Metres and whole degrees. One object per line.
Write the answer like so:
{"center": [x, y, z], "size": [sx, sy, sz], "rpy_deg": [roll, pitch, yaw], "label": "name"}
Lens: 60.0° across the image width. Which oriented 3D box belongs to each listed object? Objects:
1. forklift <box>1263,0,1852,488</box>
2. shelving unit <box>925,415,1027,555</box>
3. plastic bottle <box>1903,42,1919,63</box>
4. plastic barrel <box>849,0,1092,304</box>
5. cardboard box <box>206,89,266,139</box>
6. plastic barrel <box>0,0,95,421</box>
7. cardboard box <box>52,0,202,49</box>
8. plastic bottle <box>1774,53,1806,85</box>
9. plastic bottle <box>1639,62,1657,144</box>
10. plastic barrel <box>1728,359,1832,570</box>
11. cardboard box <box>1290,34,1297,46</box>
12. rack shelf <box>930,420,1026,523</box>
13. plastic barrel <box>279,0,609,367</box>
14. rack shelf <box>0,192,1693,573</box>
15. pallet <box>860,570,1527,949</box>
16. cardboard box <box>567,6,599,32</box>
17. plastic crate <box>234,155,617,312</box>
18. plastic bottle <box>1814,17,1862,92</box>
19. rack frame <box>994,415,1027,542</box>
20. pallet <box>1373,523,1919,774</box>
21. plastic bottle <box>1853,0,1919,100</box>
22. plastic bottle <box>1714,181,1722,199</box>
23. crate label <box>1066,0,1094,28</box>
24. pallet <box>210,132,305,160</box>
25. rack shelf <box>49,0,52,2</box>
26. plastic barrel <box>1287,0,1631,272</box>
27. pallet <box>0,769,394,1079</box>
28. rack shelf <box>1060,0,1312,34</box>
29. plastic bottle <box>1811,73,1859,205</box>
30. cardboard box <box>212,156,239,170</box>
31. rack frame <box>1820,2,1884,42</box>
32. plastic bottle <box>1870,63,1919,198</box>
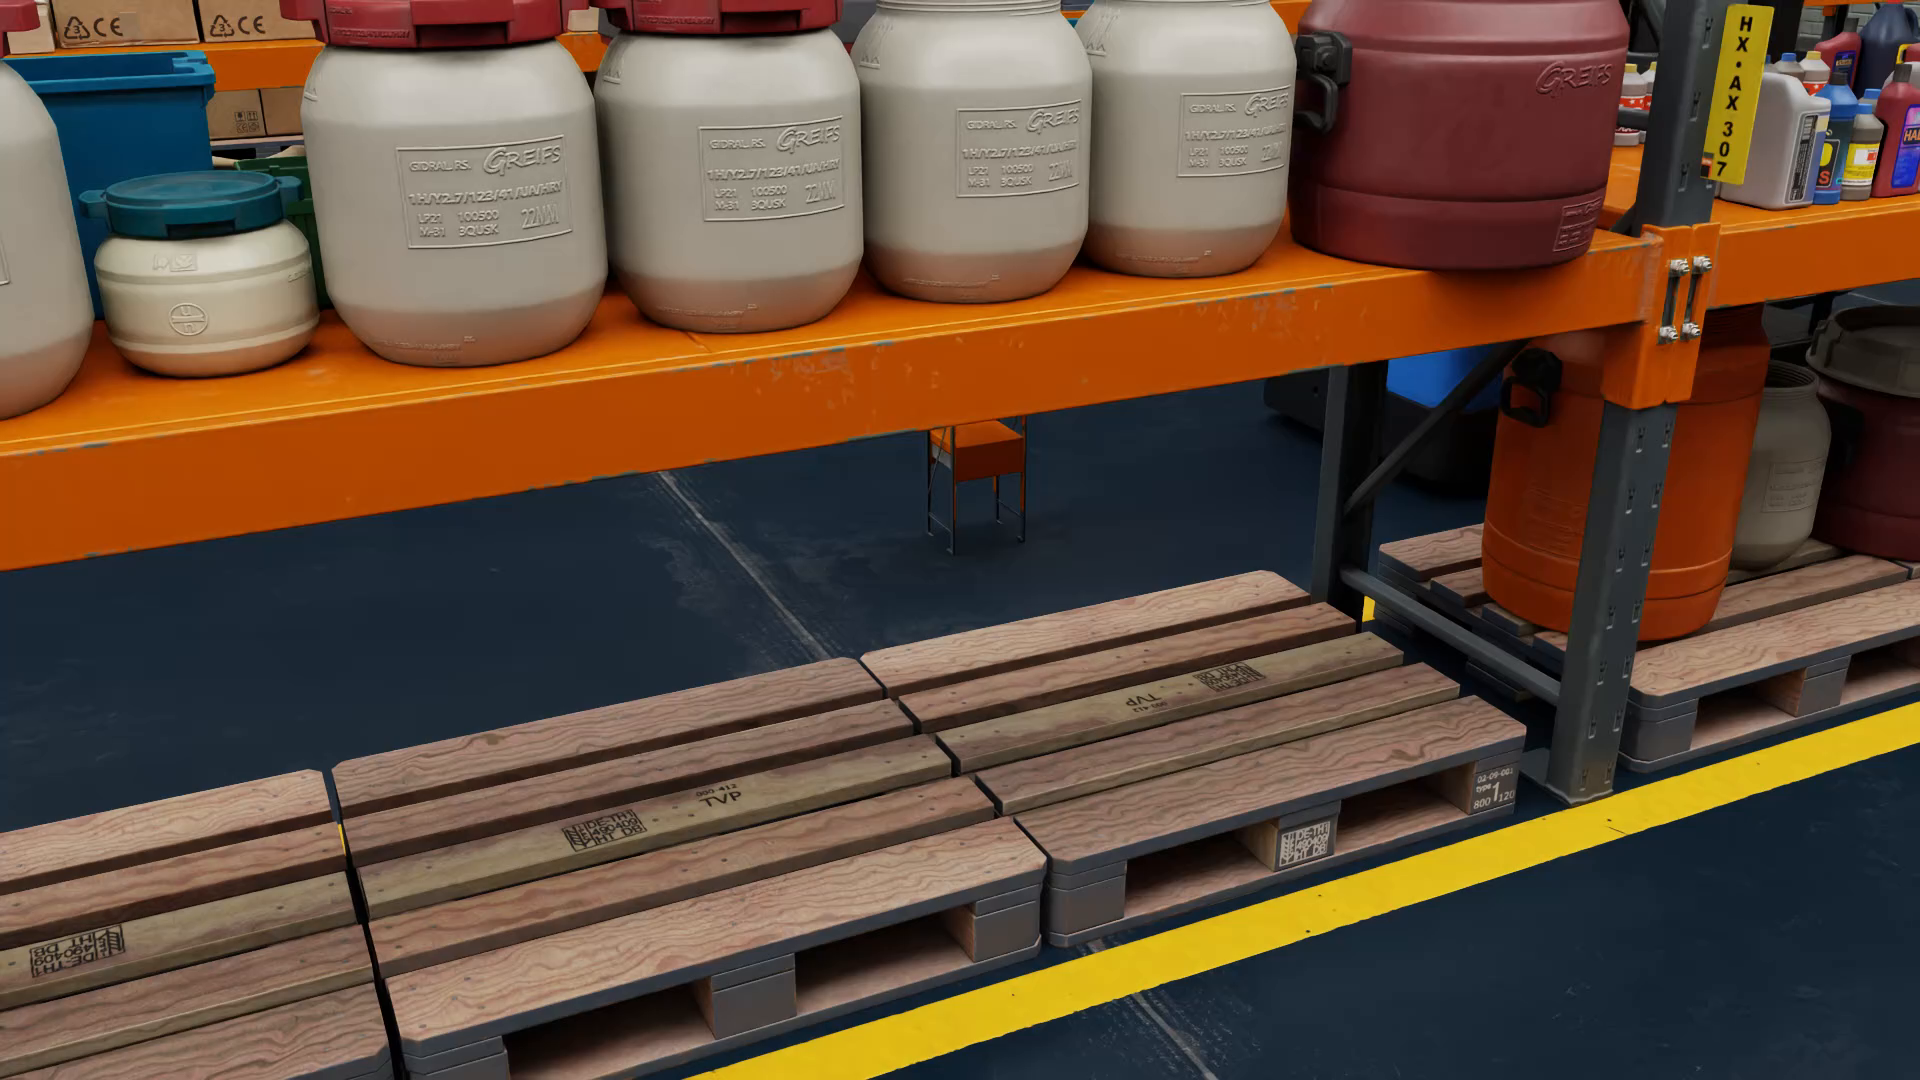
{"center": [2.707, -1.903, 6.015], "size": [3.031, 2.935, 1.130], "rpy_deg": [-11, 25, -24], "label": "forklift"}
{"center": [0.048, -0.494, 5.071], "size": [0.252, 1.050, 0.215], "rpy_deg": [-10, 25, -24], "label": "shelving unit"}
{"center": [2.666, -1.289, 4.594], "size": [0.133, 0.283, 0.061], "rpy_deg": [-10, 25, -24], "label": "plastic bottle"}
{"center": [0.014, -0.696, 2.863], "size": [0.421, 0.512, 0.421], "rpy_deg": [0, 22, 0], "label": "plastic barrel"}
{"center": [-5.096, -3.059, 11.410], "size": [0.500, 0.500, 0.700], "rpy_deg": [-10, 25, -23], "label": "cardboard box"}
{"center": [-1.420, -0.441, 2.215], "size": [0.433, 0.535, 0.433], "rpy_deg": [0, 22, 0], "label": "plastic barrel"}
{"center": [-3.348, -2.258, 6.651], "size": [0.500, 0.500, 0.500], "rpy_deg": [-9, 24, -20], "label": "cardboard box"}
{"center": [2.253, -1.228, 4.556], "size": [0.097, 0.201, 0.097], "rpy_deg": [0, 22, 0], "label": "plastic bottle"}
{"center": [1.815, -1.148, 4.361], "size": [0.097, 0.201, 0.097], "rpy_deg": [0, 22, 0], "label": "plastic bottle"}
{"center": [2.131, -0.214, 4.549], "size": [0.421, 0.512, 0.421], "rpy_deg": [0, 22, 0], "label": "plastic barrel"}
{"center": [2.648, -4.421, 14.728], "size": [0.500, 0.500, 0.700], "rpy_deg": [-11, 25, -25], "label": "cardboard box"}
{"center": [0.048, -0.227, 5.181], "size": [0.240, 0.259, 0.215], "rpy_deg": [-10, 25, -24], "label": "rack shelf"}
{"center": [-0.758, -0.562, 2.509], "size": [0.433, 0.535, 0.433], "rpy_deg": [0, 22, 0], "label": "plastic barrel"}
{"center": [-0.575, -0.294, 2.979], "size": [4.000, 0.370, 1.077], "rpy_deg": [-10, 25, -24], "label": "rack shelf"}
{"center": [0.513, 0.445, 3.898], "size": [1.213, 0.211, 1.003], "rpy_deg": [-10, 25, -24], "label": "pallet"}
{"center": [-1.608, -2.305, 7.226], "size": [0.250, 0.149, 0.380], "rpy_deg": [-10, 25, -24], "label": "cardboard box"}
{"center": [-0.930, -0.583, 3.013], "size": [0.662, 0.188, 0.450], "rpy_deg": [-10, 25, -24], "label": "plastic crate"}
{"center": [2.437, -1.308, 4.640], "size": [0.133, 0.283, 0.061], "rpy_deg": [-10, 25, -24], "label": "plastic bottle"}
{"center": [0.158, -0.514, 5.120], "size": [0.008, 1.050, 0.200], "rpy_deg": [-10, 25, -24], "label": "rack frame"}
{"center": [1.920, 0.185, 4.527], "size": [1.213, 0.211, 1.003], "rpy_deg": [-10, 25, -24], "label": "pallet"}
{"center": [2.598, -1.351, 4.657], "size": [0.185, 0.351, 0.144], "rpy_deg": [-10, 25, -24], "label": "plastic bottle"}
{"center": [1.692, -0.914, 3.697], "size": [0.135, 0.276, 0.152], "rpy_deg": [-10, 25, -24], "label": "plastic bottle"}
{"center": [0.215, -0.903, 3.463], "size": [0.616, 0.435, 0.502], "rpy_deg": [-10, 25, -24], "label": "crate label"}
{"center": [-4.872, -2.754, 11.627], "size": [1.213, 0.211, 1.003], "rpy_deg": [-10, 25, -24], "label": "pallet"}
{"center": [-4.871, -3.708, 11.227], "size": [4.000, 0.370, 1.077], "rpy_deg": [-10, 25, -24], "label": "rack shelf"}
{"center": [0.941, -0.840, 3.179], "size": [0.708, 0.536, 0.600], "rpy_deg": [-10, 25, -24], "label": "plastic barrel"}
{"center": [-1.686, 0.850, 2.920], "size": [1.213, 0.211, 1.003], "rpy_deg": [-10, 25, -24], "label": "pallet"}
{"center": [0.885, -2.665, 8.707], "size": [4.000, 0.370, 1.077], "rpy_deg": [-10, 25, -24], "label": "rack shelf"}
{"center": [1.874, -0.869, 3.595], "size": [0.097, 0.271, 0.097], "rpy_deg": [0, 22, 0], "label": "plastic bottle"}
{"center": [-3.364, -1.521, 7.316], "size": [0.500, 0.311, 0.500], "rpy_deg": [-11, 25, -24], "label": "cardboard box"}
{"center": [6.291, -3.993, 10.974], "size": [0.127, 3.000, 1.000], "rpy_deg": [-10, 25, -24], "label": "rack frame"}
{"center": [2.074, -0.903, 3.663], "size": [0.133, 0.283, 0.061], "rpy_deg": [-10, 25, -24], "label": "plastic bottle"}
